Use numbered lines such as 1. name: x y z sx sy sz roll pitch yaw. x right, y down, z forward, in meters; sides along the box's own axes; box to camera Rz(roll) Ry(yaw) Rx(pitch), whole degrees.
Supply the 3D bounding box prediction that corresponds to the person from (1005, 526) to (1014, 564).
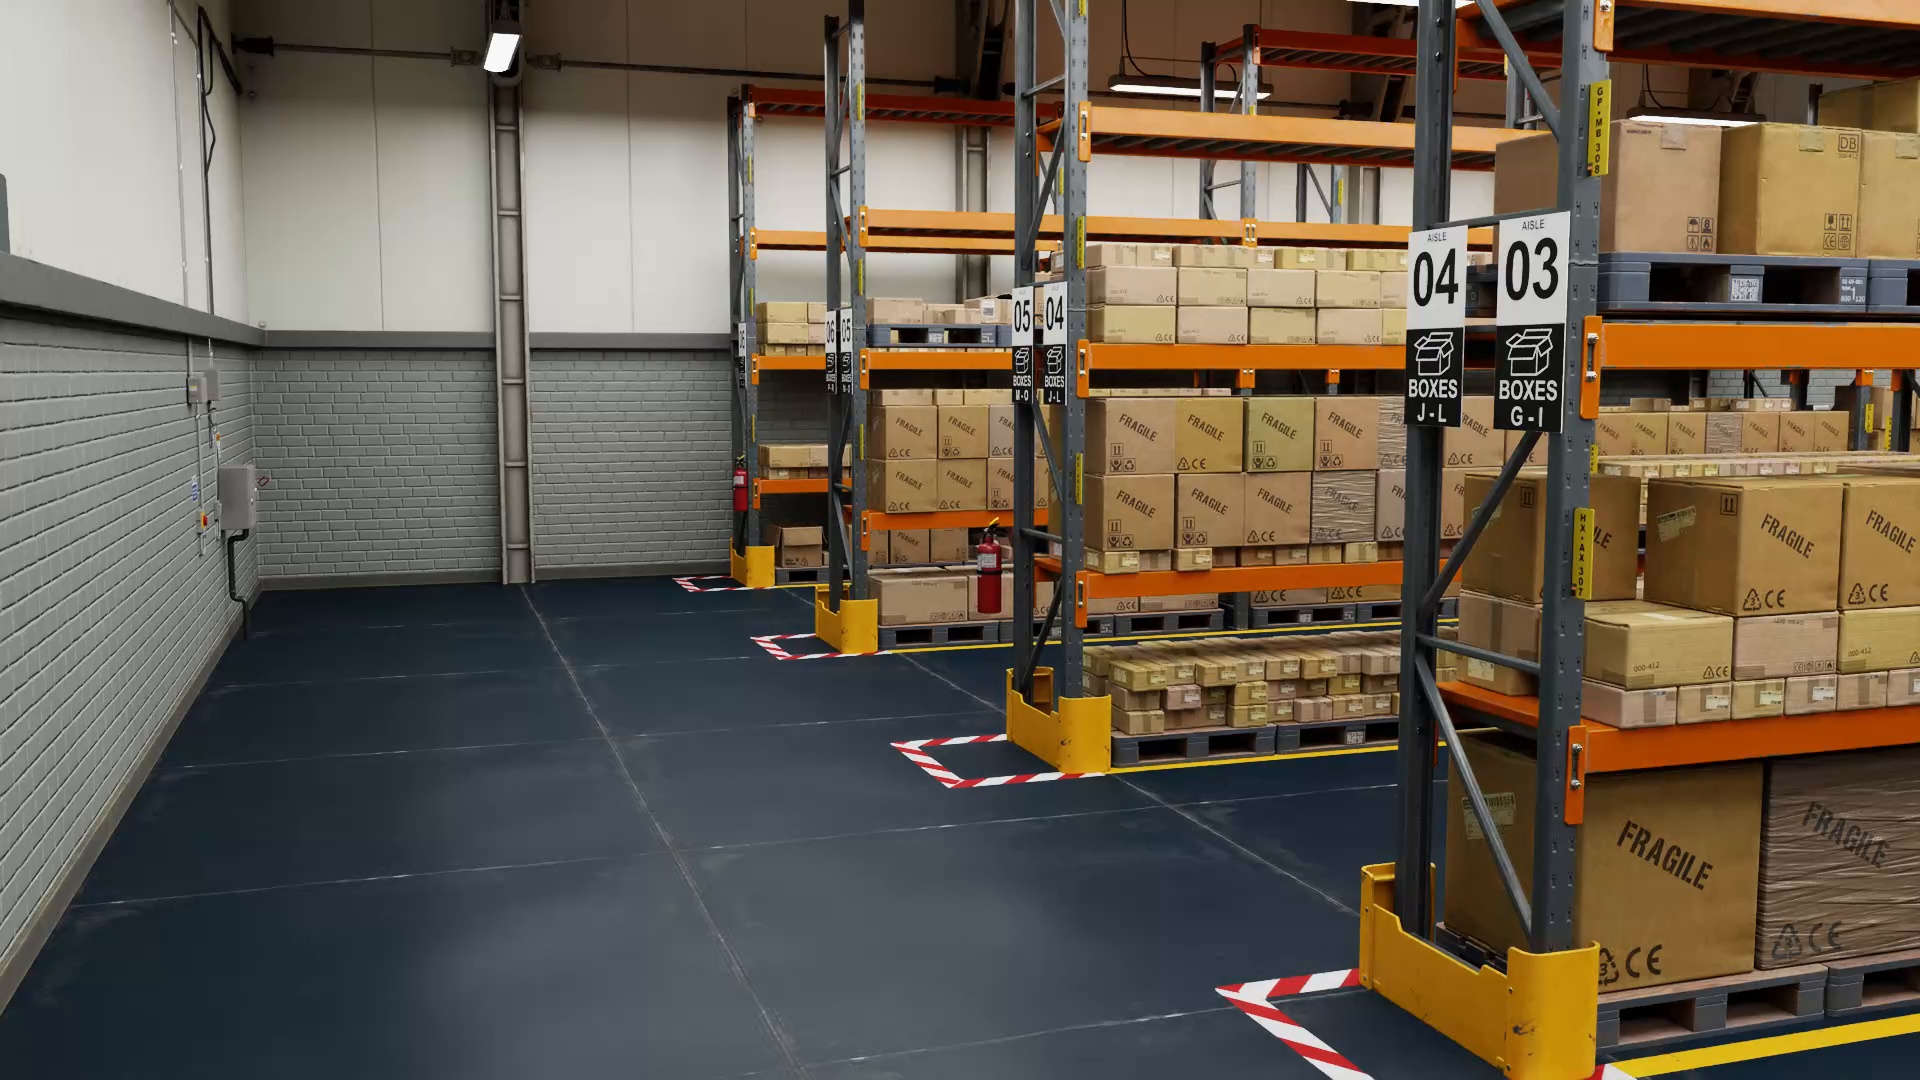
1. person: 0.707 -0.183 19.456 0.364 1.671 0.504 -2 6 -21
